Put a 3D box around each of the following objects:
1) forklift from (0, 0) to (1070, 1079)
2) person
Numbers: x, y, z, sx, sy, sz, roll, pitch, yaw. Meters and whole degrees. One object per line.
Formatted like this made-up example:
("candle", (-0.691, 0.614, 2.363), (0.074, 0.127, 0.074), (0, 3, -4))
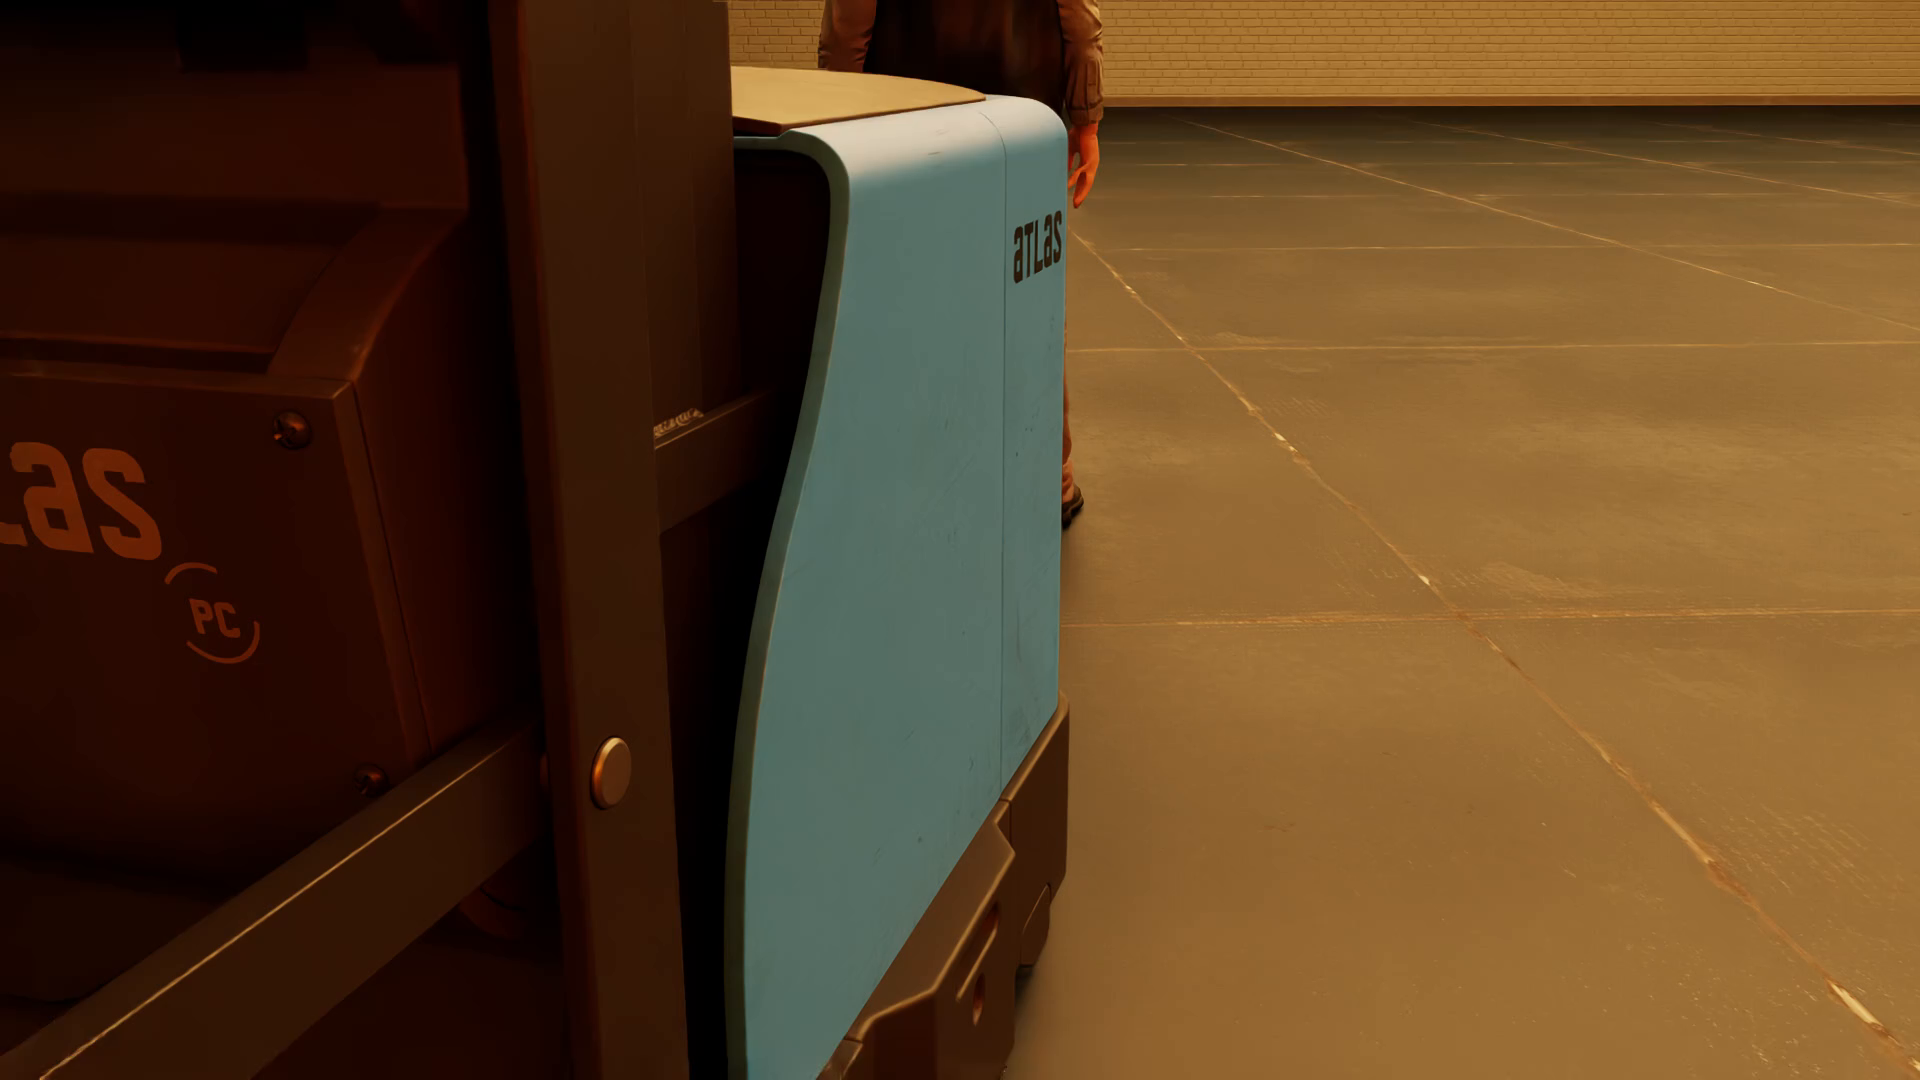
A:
("forklift", (-0.781, -0.535, 0.658), (1.130, 2.935, 3.031), (5, 18, 16))
("person", (0.005, -0.848, 3.724), (0.632, 1.720, 0.568), (-1, 17, -3))
